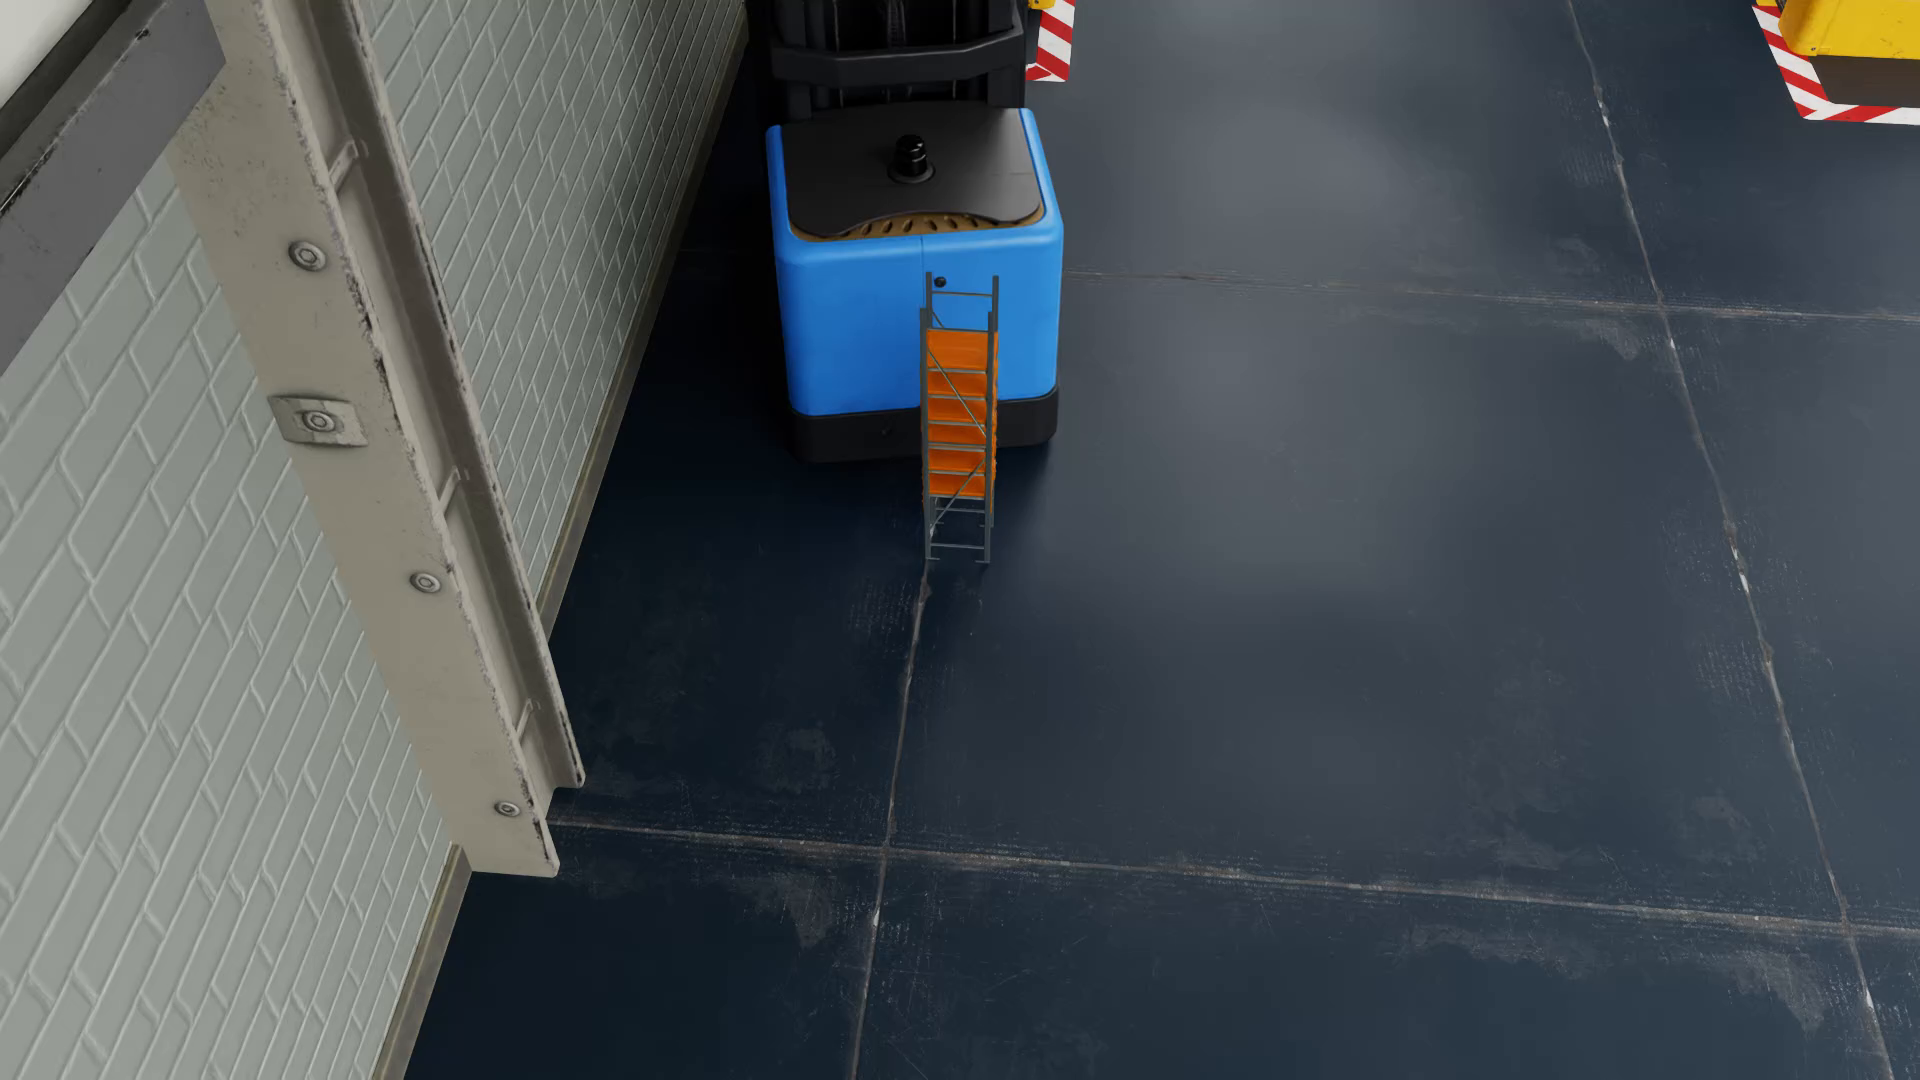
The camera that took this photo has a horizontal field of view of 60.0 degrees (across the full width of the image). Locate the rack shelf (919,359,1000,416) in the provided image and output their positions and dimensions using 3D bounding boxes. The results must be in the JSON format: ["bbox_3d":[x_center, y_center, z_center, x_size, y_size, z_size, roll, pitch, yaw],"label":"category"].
[{"bbox_3d":[-0.001,-0.526,5.653,0.258,0.103,0.180,4,48,4],"label":"rack shelf"}]

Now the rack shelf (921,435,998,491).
[{"bbox_3d":[-0.001,-0.283,5.919,0.258,0.103,0.180,4,48,4],"label":"rack shelf"}]

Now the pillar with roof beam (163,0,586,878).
[{"bbox_3d":[2.870,-1.834,1.829,9.100,9.000,0.400,4,48,4],"label":"pillar with roof beam"}]

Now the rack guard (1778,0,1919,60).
[{"bbox_3d":[4.859,-2.744,8.421,1.175,0.500,0.348,4,48,4],"label":"rack guard"}]

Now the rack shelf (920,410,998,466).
[{"bbox_3d":[-0.001,-0.364,5.830,0.258,0.103,0.180,4,48,4],"label":"rack shelf"}]

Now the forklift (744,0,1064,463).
[{"bbox_3d":[-0.312,-2.383,6.443,1.130,2.935,3.031,-5,48,-5],"label":"forklift"}]

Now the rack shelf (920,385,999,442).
[{"bbox_3d":[-0.001,-0.445,5.742,0.258,0.103,0.180,4,48,4],"label":"rack shelf"}]

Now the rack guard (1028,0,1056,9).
[{"bbox_3d":[-0.066,-3.148,8.790,1.175,0.500,0.348,4,48,4],"label":"rack guard"}]

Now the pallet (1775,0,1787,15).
[{"bbox_3d":[4.889,-3.229,9.060,1.003,0.211,1.213,4,48,4],"label":"pallet"}]

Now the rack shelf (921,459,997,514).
[{"bbox_3d":[-0.001,-0.202,6.007,0.258,0.103,0.180,4,48,4],"label":"rack shelf"}]

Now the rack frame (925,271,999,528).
[{"bbox_3d":[0.007,-0.462,5.859,0.240,1.200,0.006,4,48,4],"label":"rack frame"}]

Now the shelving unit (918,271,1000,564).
[{"bbox_3d":[-0.001,-0.394,5.798,0.258,1.200,0.189,4,48,4],"label":"shelving unit"}]

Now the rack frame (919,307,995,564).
[{"bbox_3d":[-0.010,-0.327,5.736,0.240,1.200,0.006,4,48,4],"label":"rack frame"}]

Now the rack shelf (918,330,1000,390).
[{"bbox_3d":[-0.001,-0.607,5.565,0.258,0.103,0.180,4,48,4],"label":"rack shelf"}]
